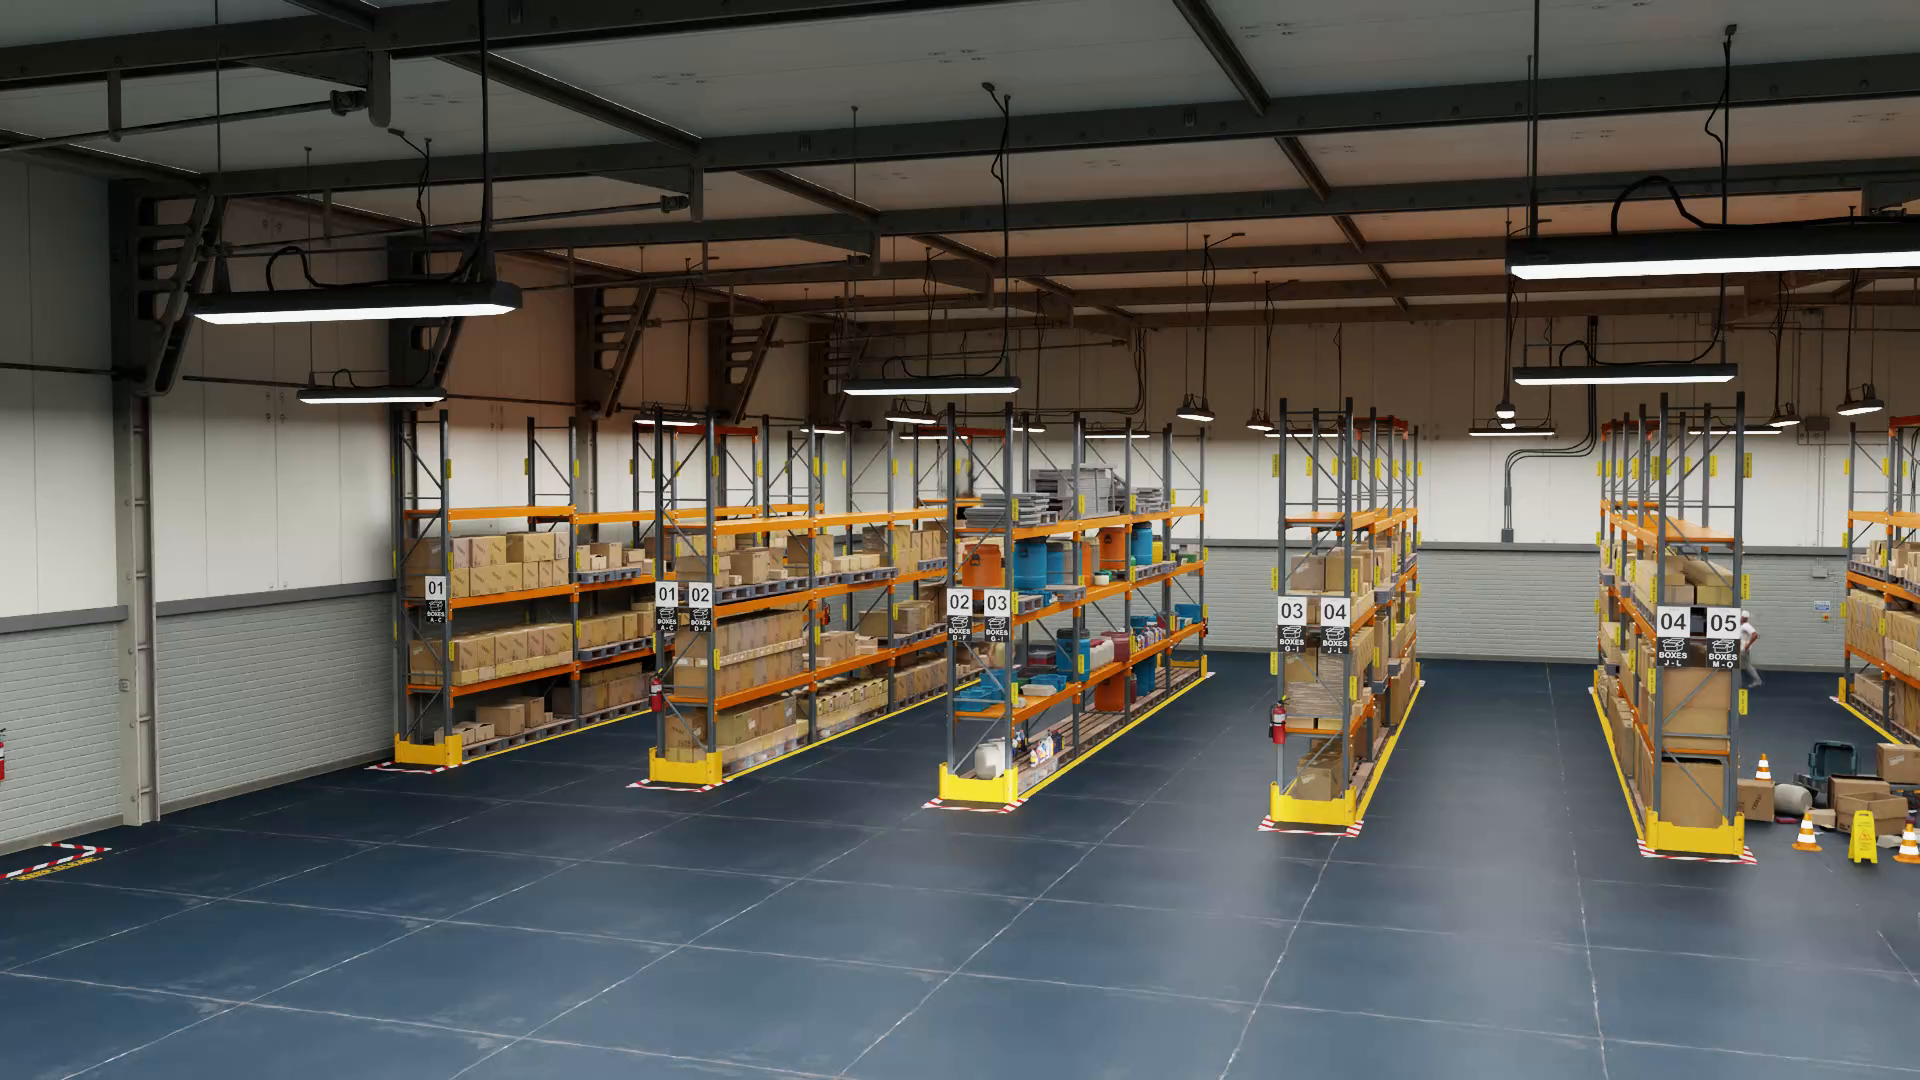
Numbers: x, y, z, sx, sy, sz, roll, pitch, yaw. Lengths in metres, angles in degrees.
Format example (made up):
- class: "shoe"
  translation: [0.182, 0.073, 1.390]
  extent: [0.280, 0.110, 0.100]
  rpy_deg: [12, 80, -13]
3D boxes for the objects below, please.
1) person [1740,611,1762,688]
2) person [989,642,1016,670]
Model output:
- class: "person"
  translation: [17.675, 2.504, 37.517]
  extent: [0.788, 1.827, 0.676]
  rpy_deg: [1, 3, 29]
- class: "person"
  translation: [0.902, 2.678, 35.314]
  extent: [0.576, 1.649, 0.627]
  rpy_deg: [0, 2, 7]
